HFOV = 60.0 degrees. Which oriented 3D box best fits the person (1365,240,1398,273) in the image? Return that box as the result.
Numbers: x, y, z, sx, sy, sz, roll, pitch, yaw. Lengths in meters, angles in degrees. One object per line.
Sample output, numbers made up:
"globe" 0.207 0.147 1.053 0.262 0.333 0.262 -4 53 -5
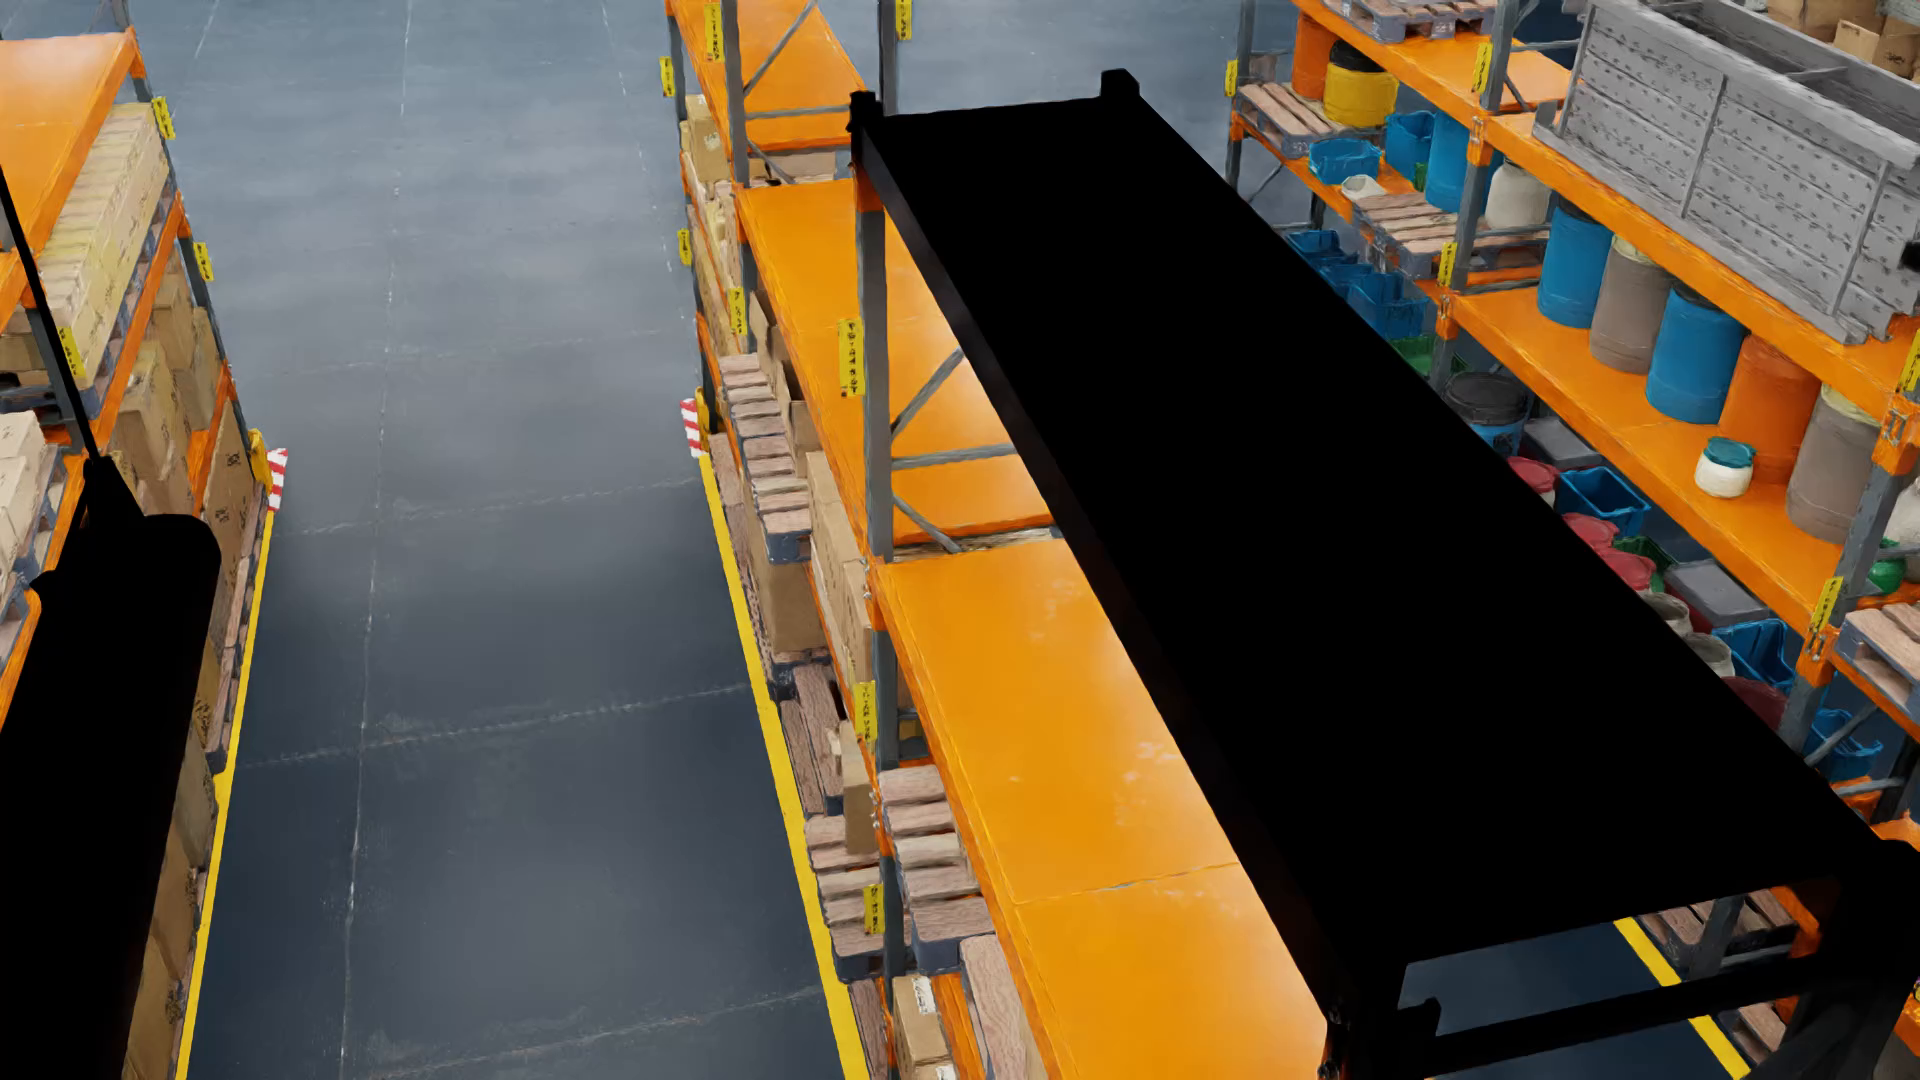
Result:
"person" 4.437 -3.391 17.464 0.532 1.758 0.718 11 36 15
